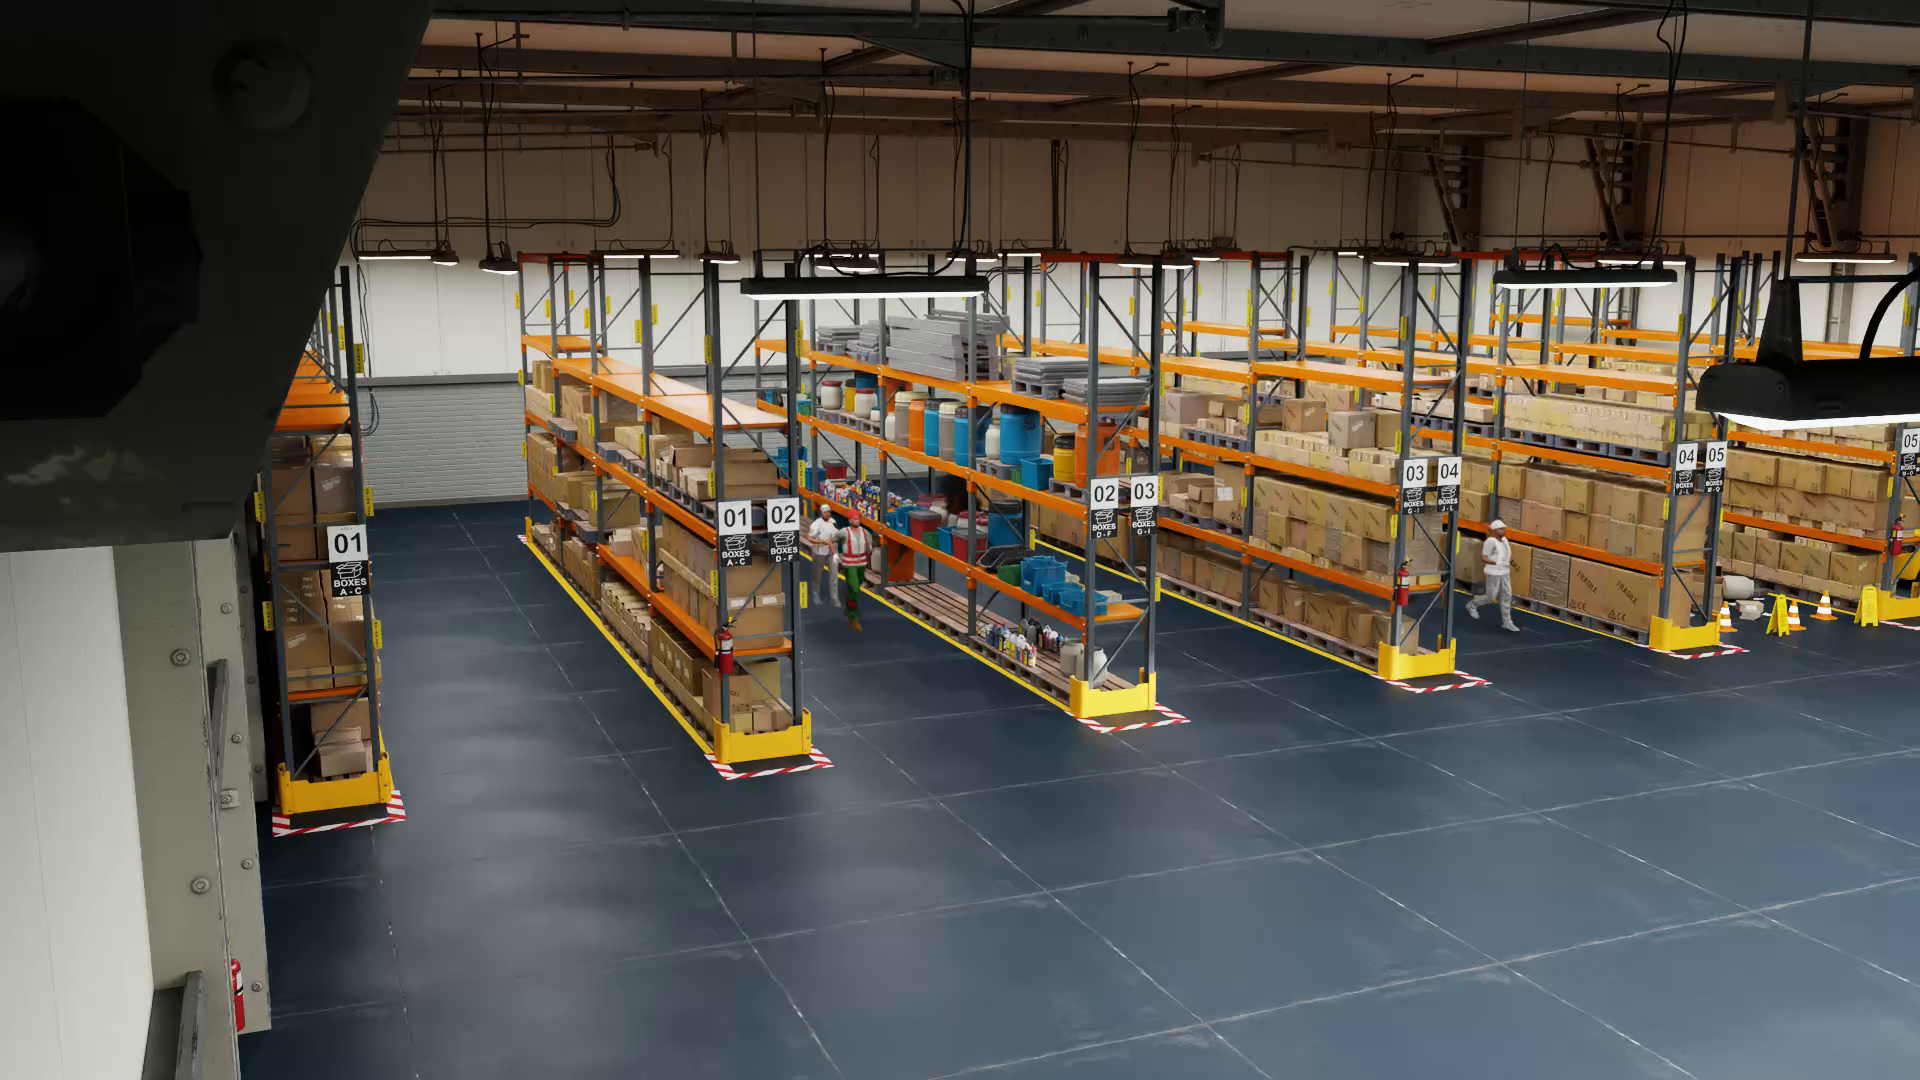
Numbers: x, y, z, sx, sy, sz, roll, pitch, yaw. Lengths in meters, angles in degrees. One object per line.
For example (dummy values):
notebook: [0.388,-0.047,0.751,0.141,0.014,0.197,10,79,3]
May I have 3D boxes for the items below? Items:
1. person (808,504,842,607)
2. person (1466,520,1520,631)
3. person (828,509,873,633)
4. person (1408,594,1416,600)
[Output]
person: [-2.201,0.264,27.381,0.612,1.724,0.838,-5,12,-27]
person: [8.703,0.553,27.015,0.685,1.778,0.971,-8,13,-37]
person: [-1.644,0.465,26.009,0.646,1.897,0.747,-8,13,-38]
person: [7.862,0.185,29.457,0.599,1.612,0.923,-4,11,-19]
